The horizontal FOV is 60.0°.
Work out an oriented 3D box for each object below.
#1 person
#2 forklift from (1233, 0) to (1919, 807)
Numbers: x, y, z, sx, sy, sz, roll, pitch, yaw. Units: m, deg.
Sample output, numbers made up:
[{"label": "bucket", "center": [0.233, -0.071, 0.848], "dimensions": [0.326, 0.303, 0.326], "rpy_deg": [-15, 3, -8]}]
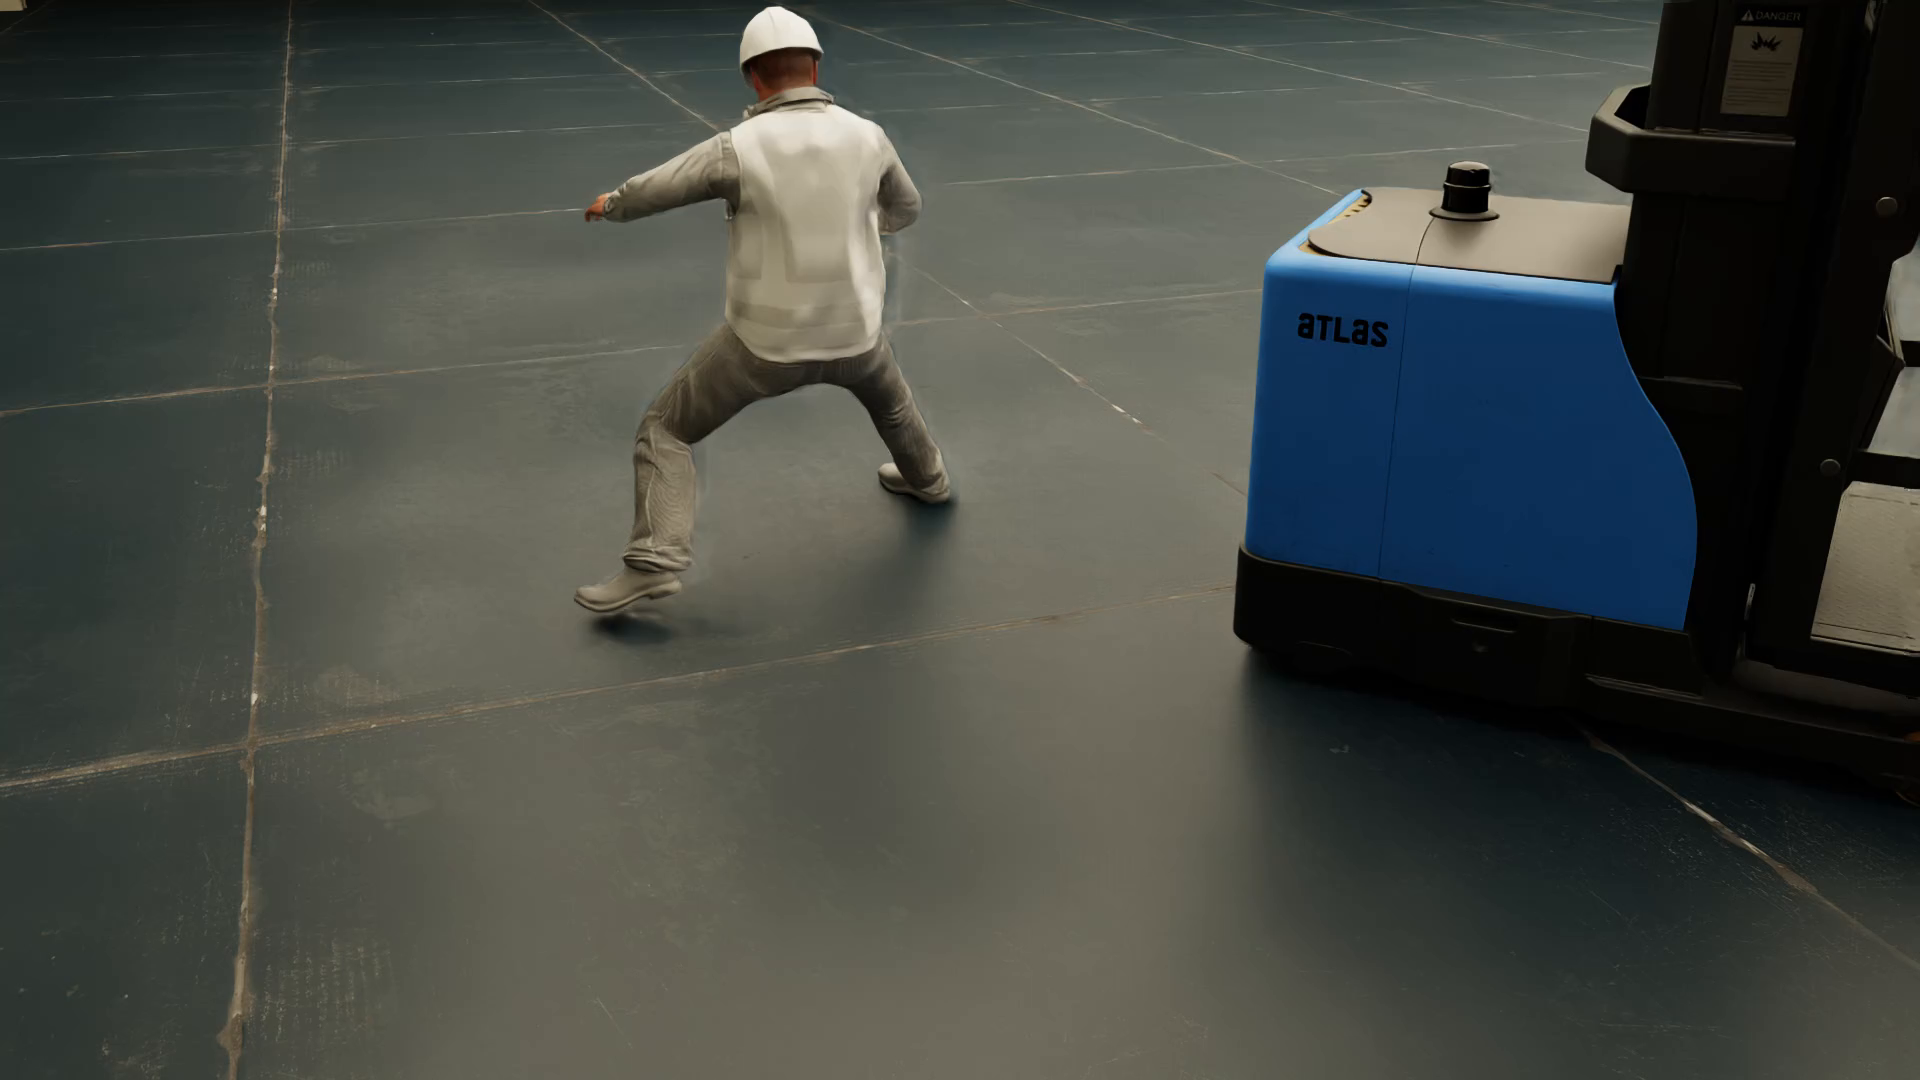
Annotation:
[{"label": "person", "center": [-0.562, -0.697, 4.715], "dimensions": [1.297, 1.564, 0.815], "rpy_deg": [-10, 25, -22]}, {"label": "forklift", "center": [2.271, -0.962, 3.585], "dimensions": [3.031, 2.935, 1.130], "rpy_deg": [10, 25, 23]}]
